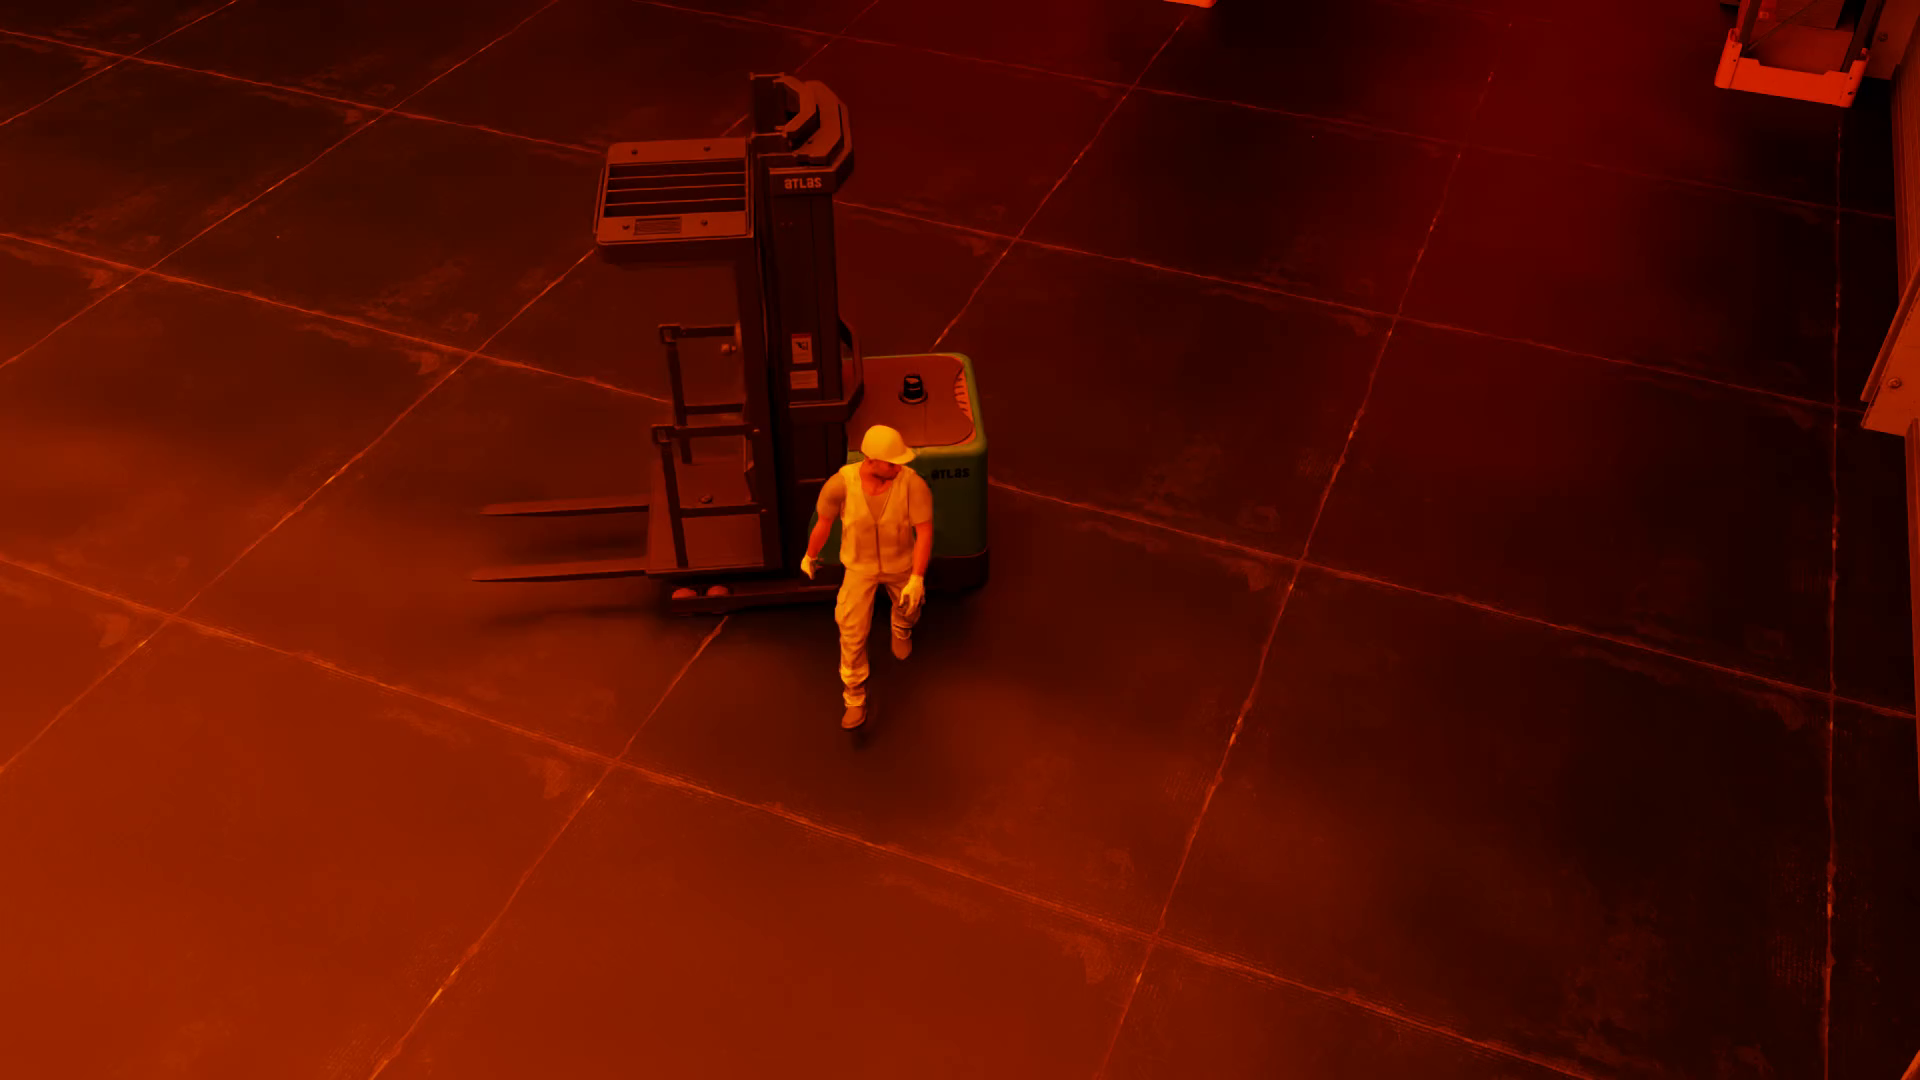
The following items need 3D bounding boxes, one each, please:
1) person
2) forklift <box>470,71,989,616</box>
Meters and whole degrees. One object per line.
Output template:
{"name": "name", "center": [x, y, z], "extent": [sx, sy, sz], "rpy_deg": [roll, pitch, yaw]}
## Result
{"name": "person", "center": [-0.485, 0.159, 8.780], "extent": [0.696, 1.727, 0.891], "rpy_deg": [-5, 40, -6]}
{"name": "forklift", "center": [-1.379, -1.035, 9.243], "extent": [3.031, 2.935, 1.130], "rpy_deg": [-4, 40, -4]}
